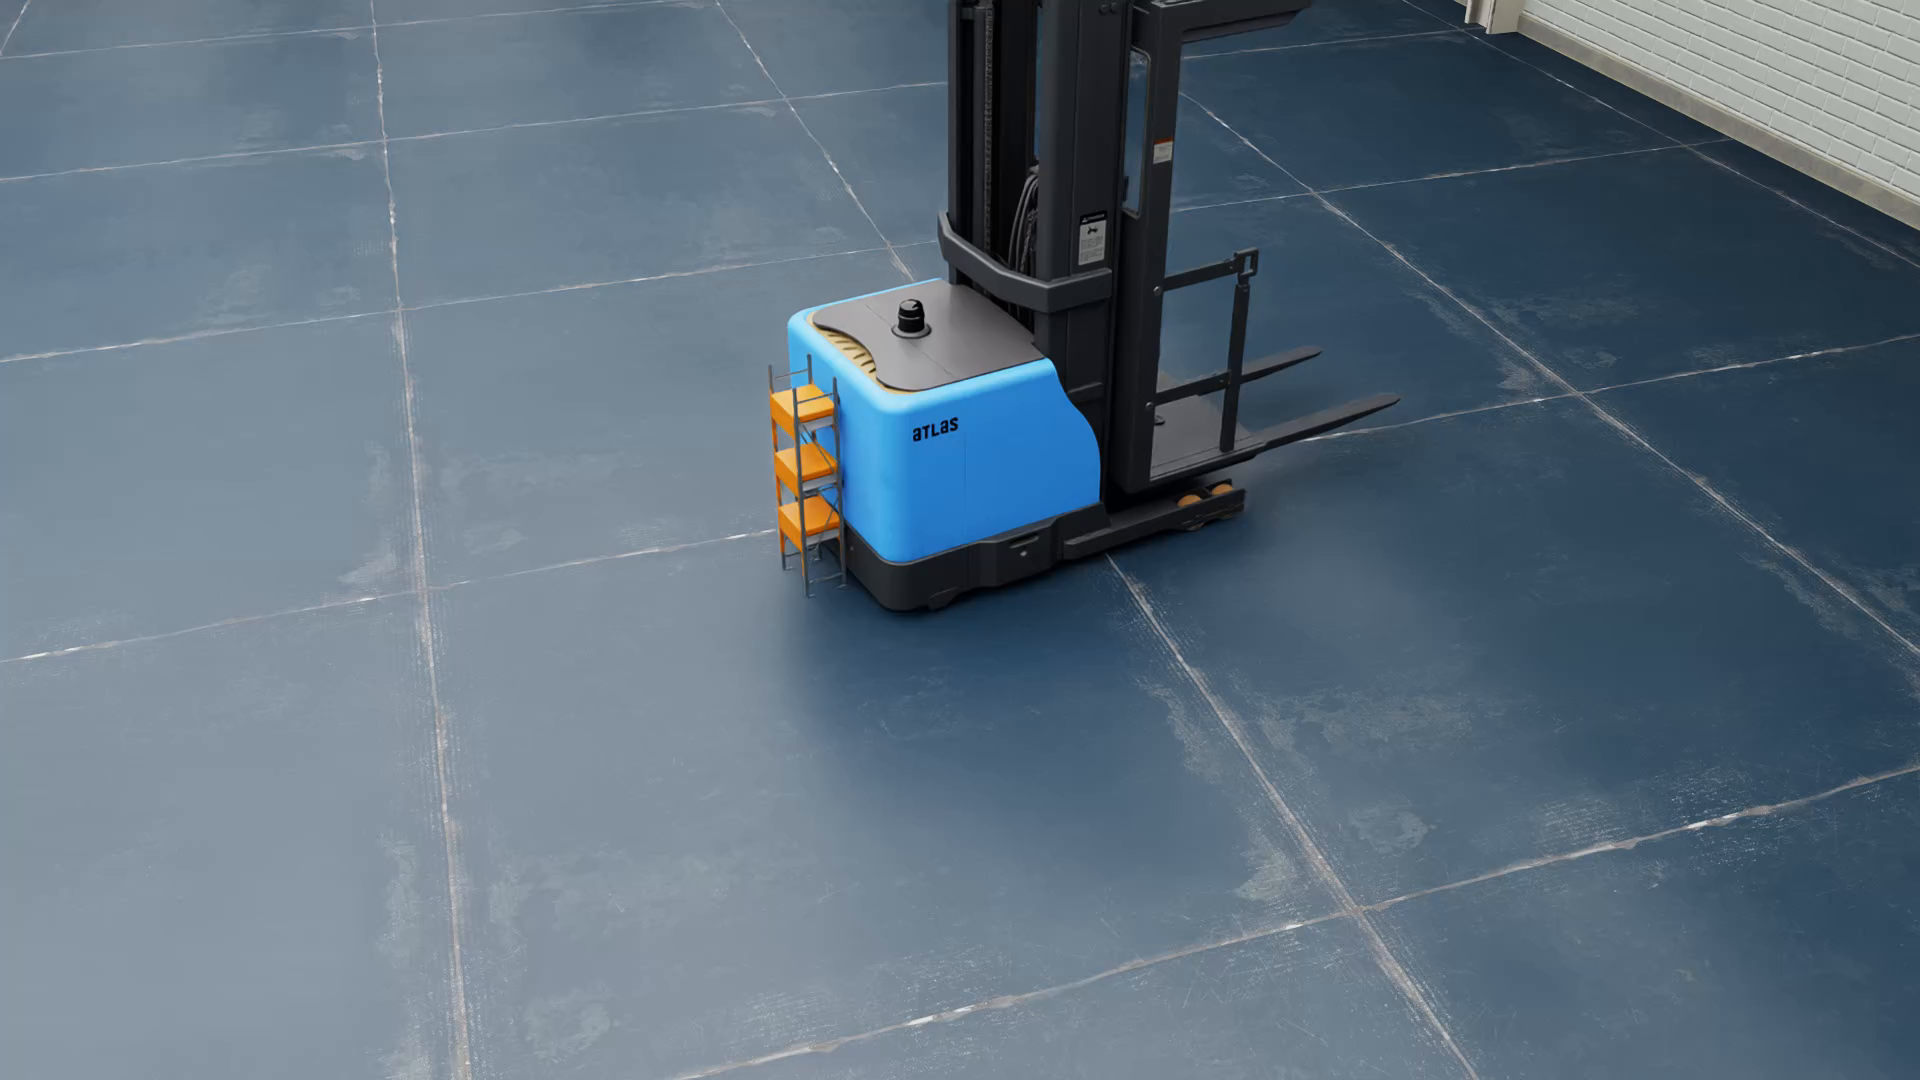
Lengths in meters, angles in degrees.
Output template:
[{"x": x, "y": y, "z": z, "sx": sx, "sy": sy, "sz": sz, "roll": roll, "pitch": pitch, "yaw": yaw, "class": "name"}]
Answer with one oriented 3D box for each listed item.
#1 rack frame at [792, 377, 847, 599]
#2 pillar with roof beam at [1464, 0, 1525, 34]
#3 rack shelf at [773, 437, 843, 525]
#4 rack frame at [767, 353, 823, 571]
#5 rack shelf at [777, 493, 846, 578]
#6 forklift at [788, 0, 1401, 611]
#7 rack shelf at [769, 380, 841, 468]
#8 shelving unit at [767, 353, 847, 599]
[{"x": -0.596, "y": -0.207, "z": 7.111, "sx": 0.200, "sy": 1.050, "sz": 0.008, "roll": -18, "pitch": 37, "yaw": -24, "class": "rack frame"}, {"x": 0.555, "y": -7.527, "z": 10.979, "sx": 9.100, "sy": 9.000, "sz": 0.400, "roll": -10, "pitch": 35, "yaw": -15, "class": "pillar with roof beam"}, {"x": -0.657, "y": -0.257, "z": 7.205, "sx": 0.215, "sy": 0.259, "sz": 0.240, "roll": -18, "pitch": 37, "yaw": -24, "class": "rack shelf"}, {"x": -0.718, "y": -0.324, "z": 7.288, "sx": 0.200, "sy": 1.050, "sz": 0.008, "roll": -18, "pitch": 37, "yaw": -24, "class": "rack frame"}, {"x": -0.657, "y": -0.025, "z": 7.359, "sx": 0.215, "sy": 0.259, "sz": 0.240, "roll": -18, "pitch": 37, "yaw": -24, "class": "rack shelf"}, {"x": 0.762, "y": -1.502, "z": 7.365, "sx": 3.031, "sy": 2.935, "sz": 1.130, "roll": -18, "pitch": 37, "yaw": -25, "class": "forklift"}, {"x": -0.657, "y": -0.494, "z": 7.049, "sx": 0.215, "sy": 0.259, "sz": 0.240, "roll": -18, "pitch": 37, "yaw": -24, "class": "rack shelf"}, {"x": -0.657, "y": -0.266, "z": 7.200, "sx": 0.215, "sy": 1.050, "sz": 0.252, "roll": -18, "pitch": 37, "yaw": -24, "class": "shelving unit"}]
